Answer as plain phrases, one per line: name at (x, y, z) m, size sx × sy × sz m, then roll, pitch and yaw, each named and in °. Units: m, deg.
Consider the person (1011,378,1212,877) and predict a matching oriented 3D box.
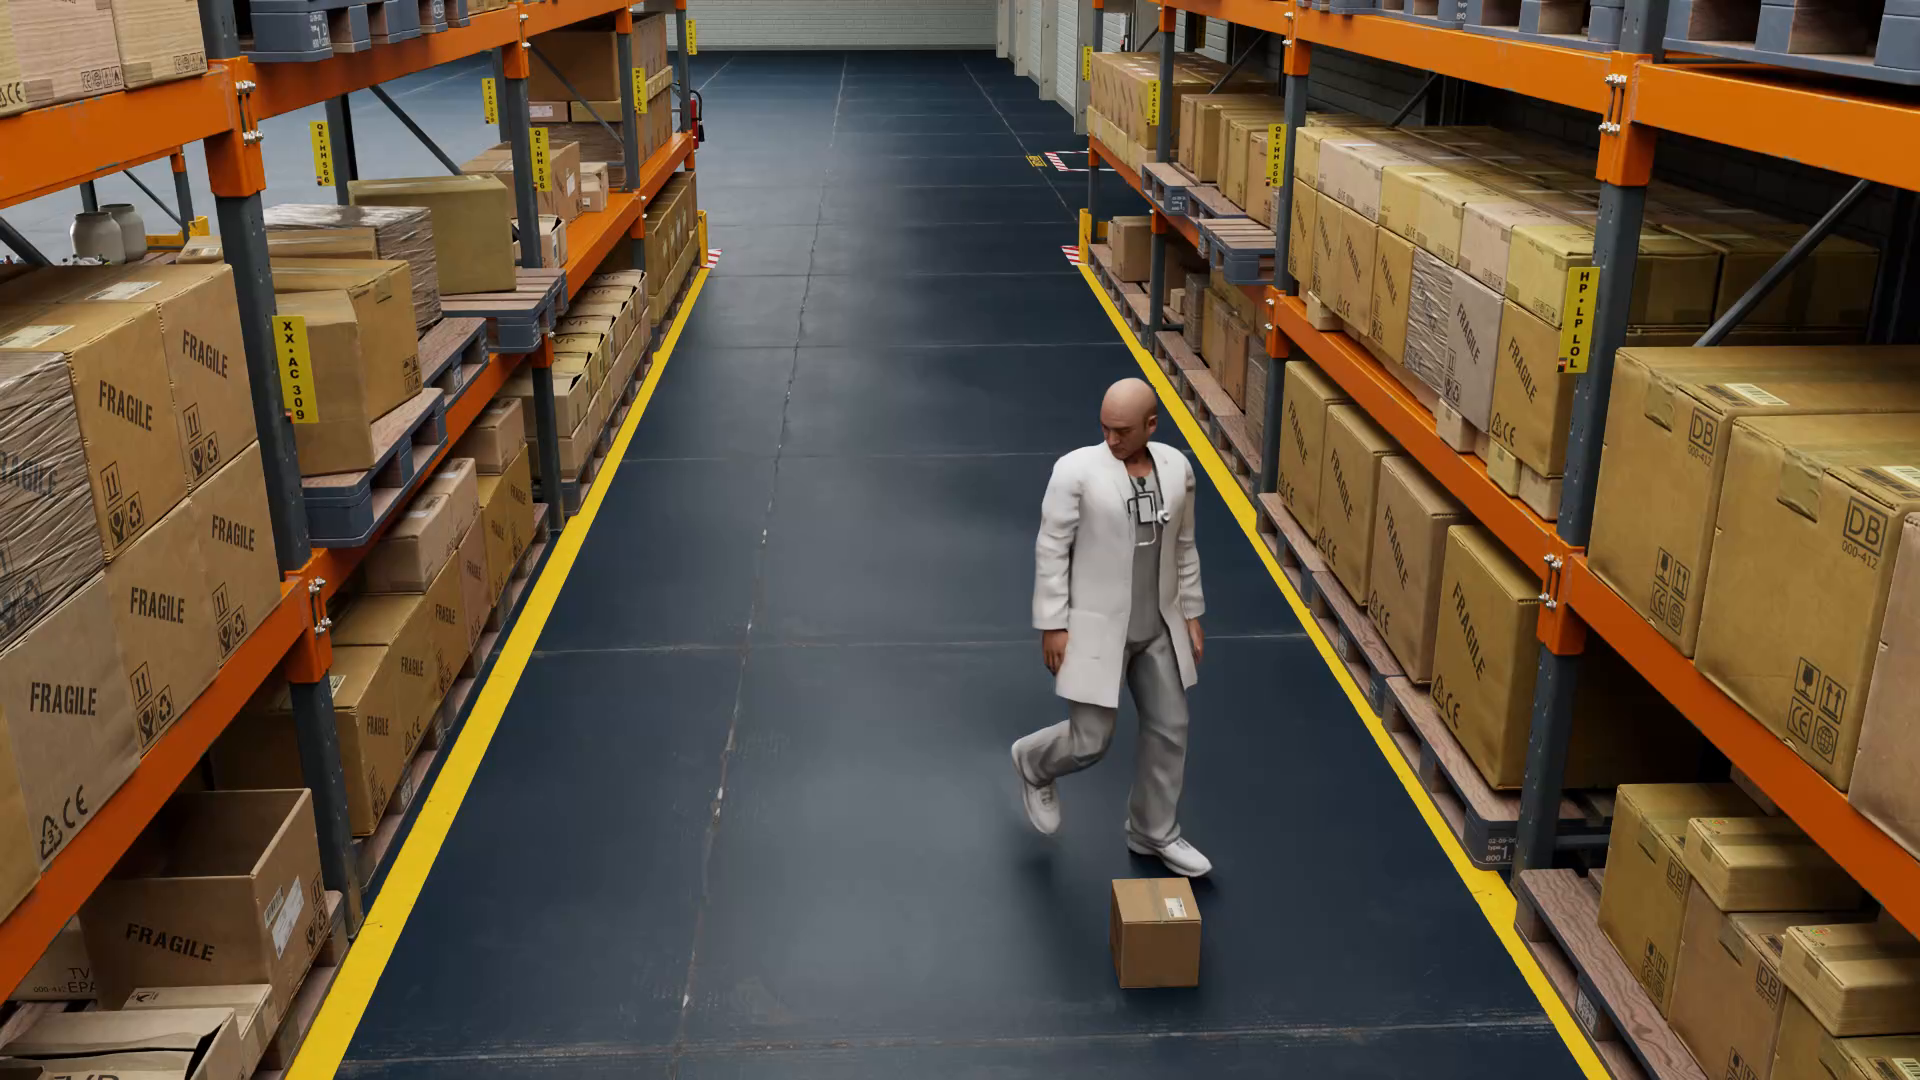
person at (0.545, 0.287, 5.764) m, size 0.645 × 1.762 × 0.743 m, roll -10°, pitch 22°, yaw -25°
